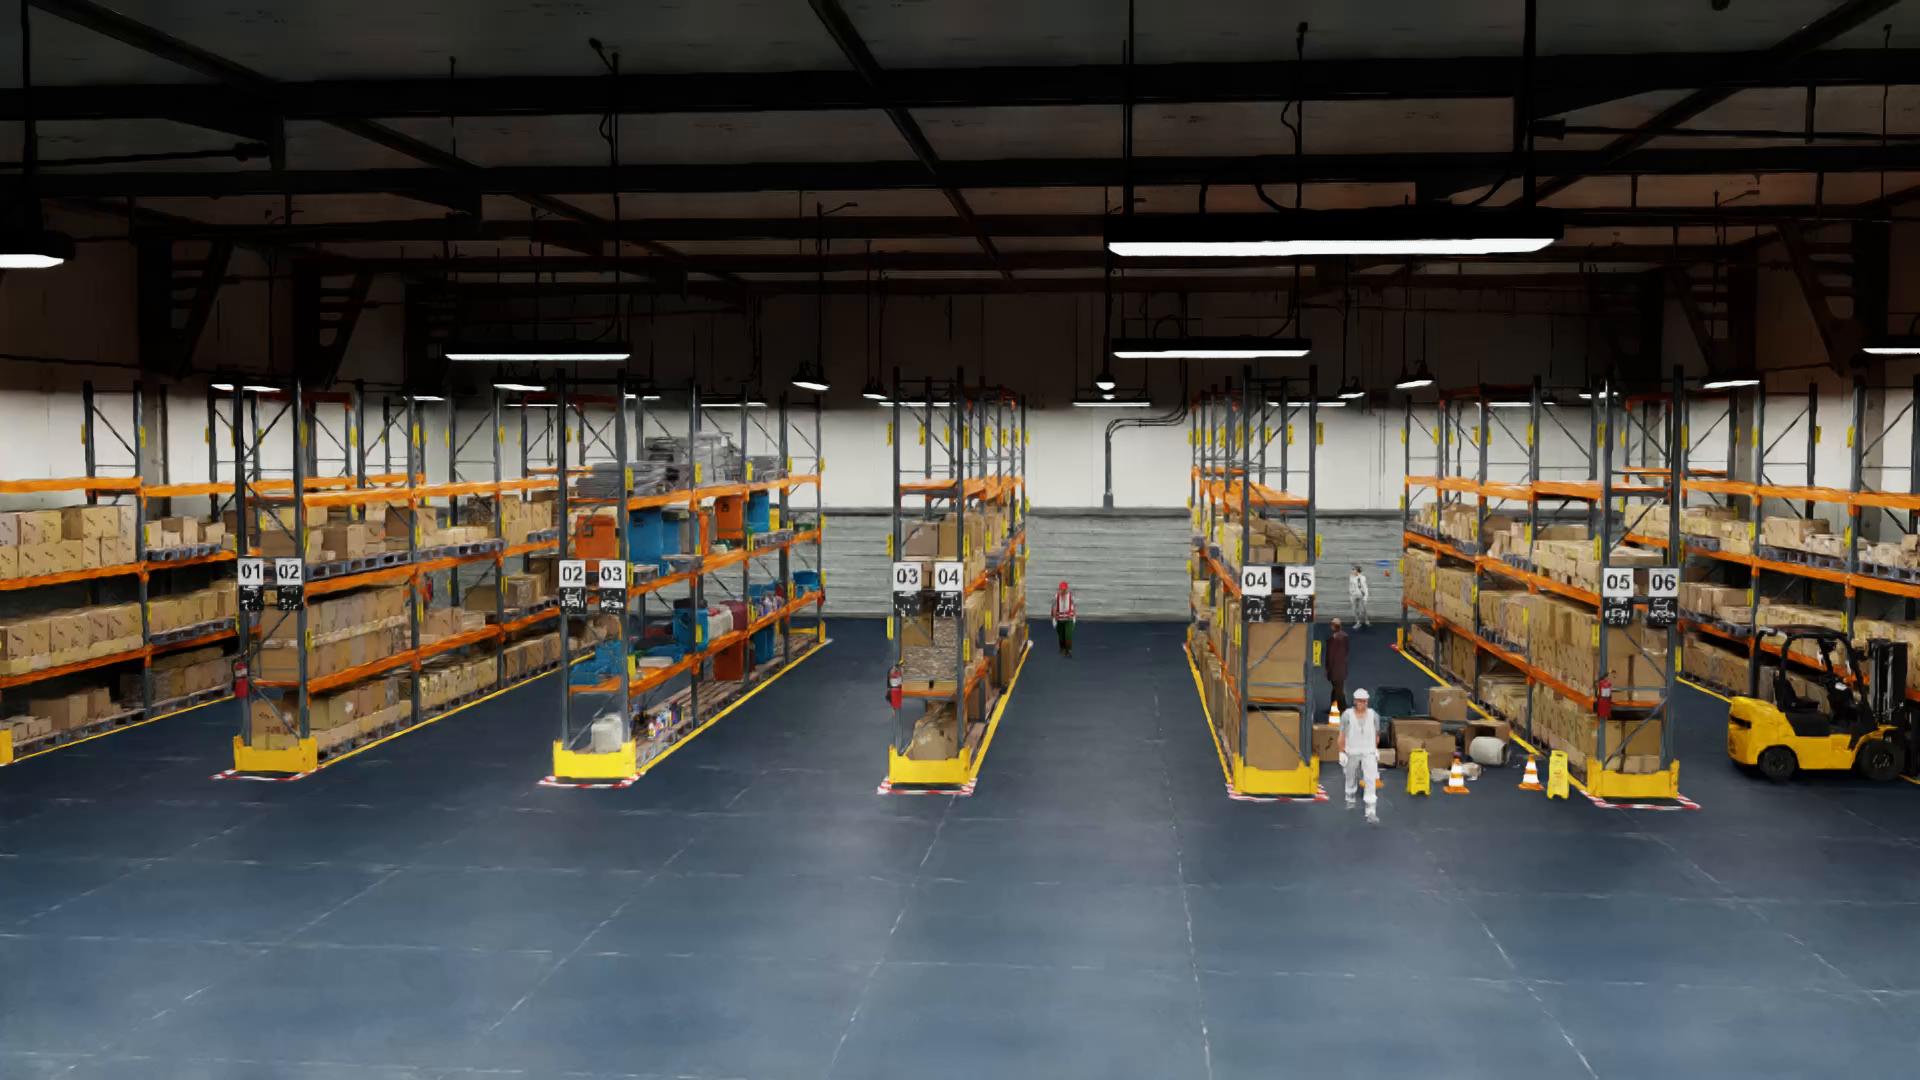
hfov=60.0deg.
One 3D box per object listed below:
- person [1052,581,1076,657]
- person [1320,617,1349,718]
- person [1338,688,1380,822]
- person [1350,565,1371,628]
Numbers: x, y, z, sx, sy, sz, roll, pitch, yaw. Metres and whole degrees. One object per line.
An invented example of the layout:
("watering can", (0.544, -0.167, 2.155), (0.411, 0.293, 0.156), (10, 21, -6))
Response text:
("person", (2.364, 1.780, 37.886), (0.553, 1.709, 1.123), (0, 4, 7))
("person", (6.662, 2.258, 29.573), (0.636, 1.775, 0.677), (3, 4, 38))
("person", (5.232, 2.780, 21.766), (0.553, 1.709, 1.123), (0, 4, 8))
("person", (10.492, 1.467, 43.622), (0.527, 1.666, 0.544), (3, 5, 42))
